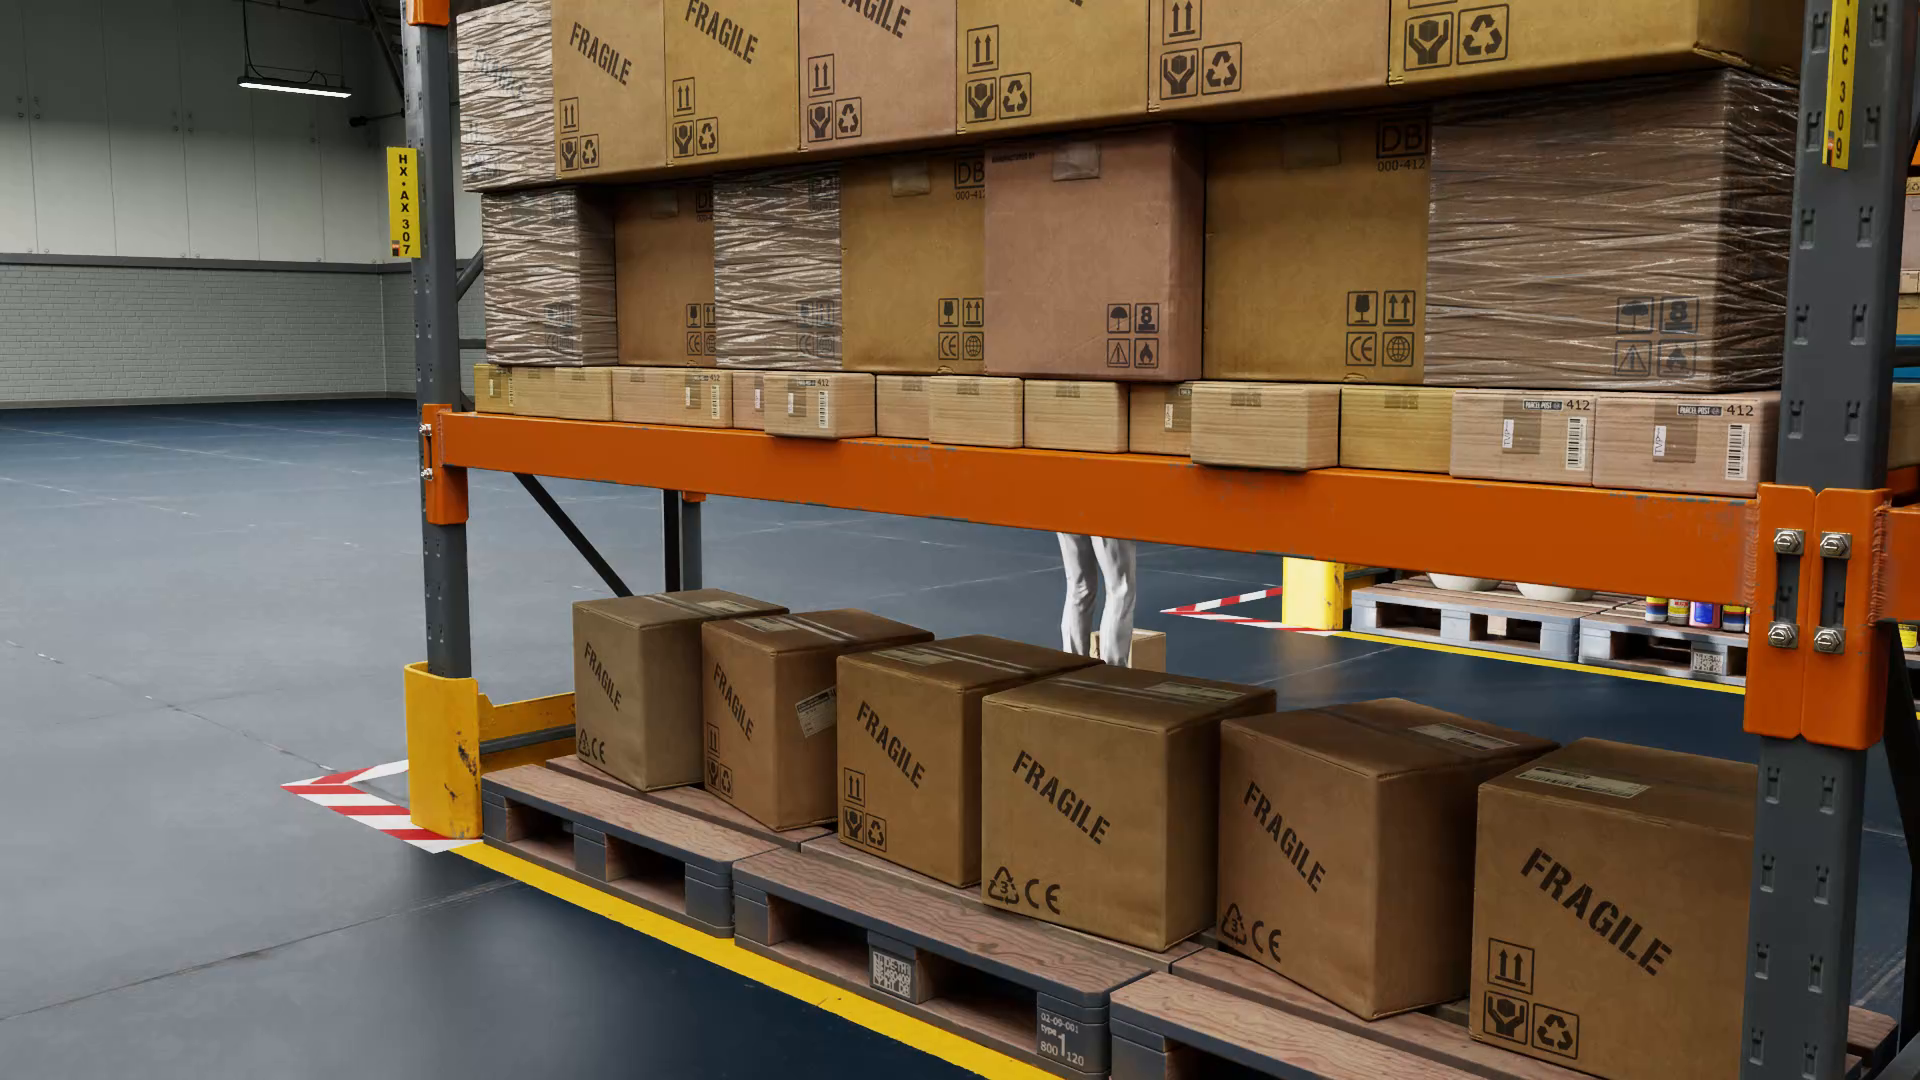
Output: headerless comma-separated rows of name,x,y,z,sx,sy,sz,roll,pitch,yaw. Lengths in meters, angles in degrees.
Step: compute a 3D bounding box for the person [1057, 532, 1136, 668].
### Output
person,0.574,-0.151,6.957,0.526,1.663,0.410,7,10,43
